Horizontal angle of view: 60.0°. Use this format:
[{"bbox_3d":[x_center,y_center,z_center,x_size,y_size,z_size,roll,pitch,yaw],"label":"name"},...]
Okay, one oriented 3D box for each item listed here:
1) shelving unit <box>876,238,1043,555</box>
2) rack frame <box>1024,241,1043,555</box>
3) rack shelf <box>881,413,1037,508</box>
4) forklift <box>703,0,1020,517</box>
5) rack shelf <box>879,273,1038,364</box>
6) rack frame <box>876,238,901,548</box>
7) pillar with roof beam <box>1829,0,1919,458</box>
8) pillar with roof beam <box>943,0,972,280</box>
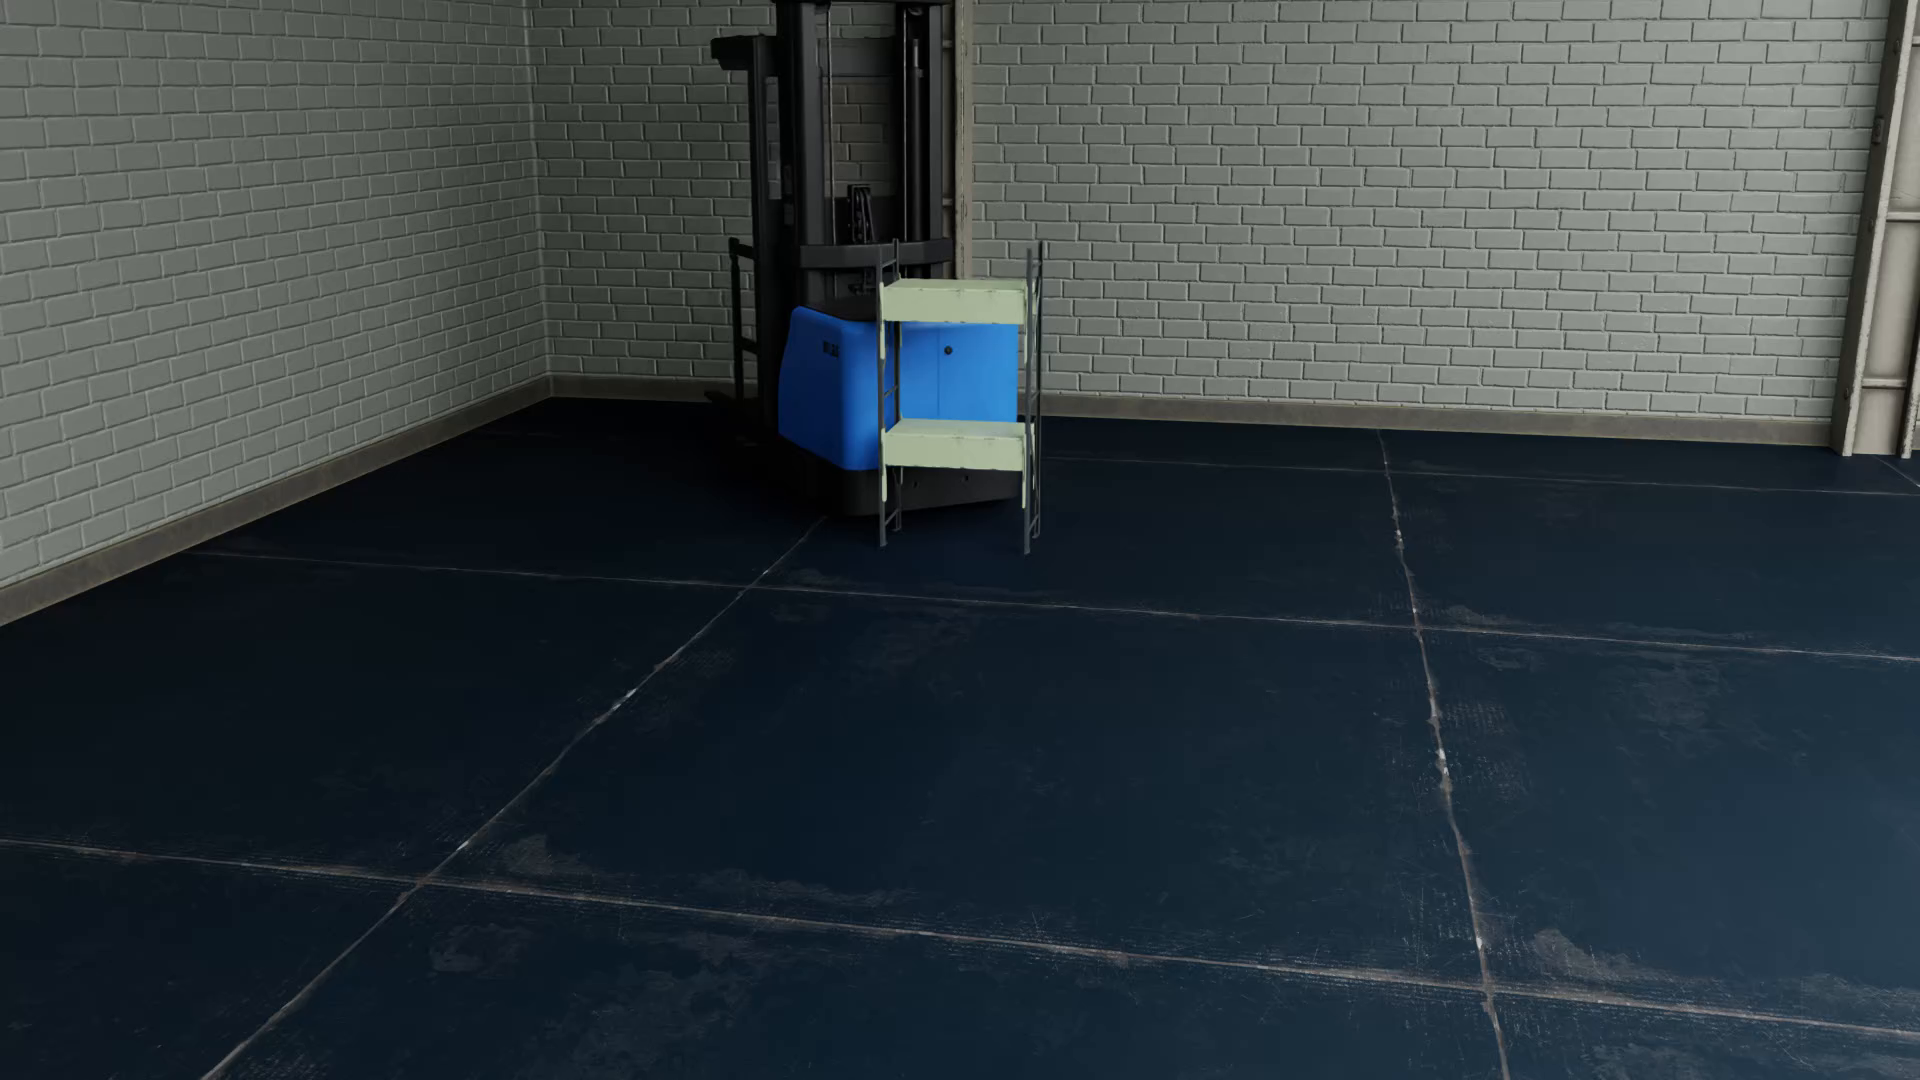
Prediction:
[{"bbox_3d":[0.004,-0.719,8.278,0.755,1.500,0.431,3,16,10],"label":"shelving unit"},{"bbox_3d":[0.364,-0.701,8.213,0.023,1.500,0.400,3,16,10],"label":"rack frame"},{"bbox_3d":[0.004,-0.405,8.365,0.720,0.370,0.431,3,16,10],"label":"rack shelf"},{"bbox_3d":[-0.776,-1.882,9.796,1.130,2.935,3.031,-7,17,-25],"label":"forklift"},{"bbox_3d":[0.004,-1.095,8.174,0.720,0.370,0.431,3,16,10],"label":"rack shelf"},{"bbox_3d":[-0.356,-0.737,8.344,0.023,1.500,0.400,3,16,10],"label":"rack frame"},{"bbox_3d":[4.880,-3.768,5.236,0.400,9.000,9.100,3,16,11],"label":"pillar with roof beam"},{"bbox_3d":[-1.000,-4.087,6.388,0.400,9.000,9.100,3,16,11],"label":"pillar with roof beam"}]
